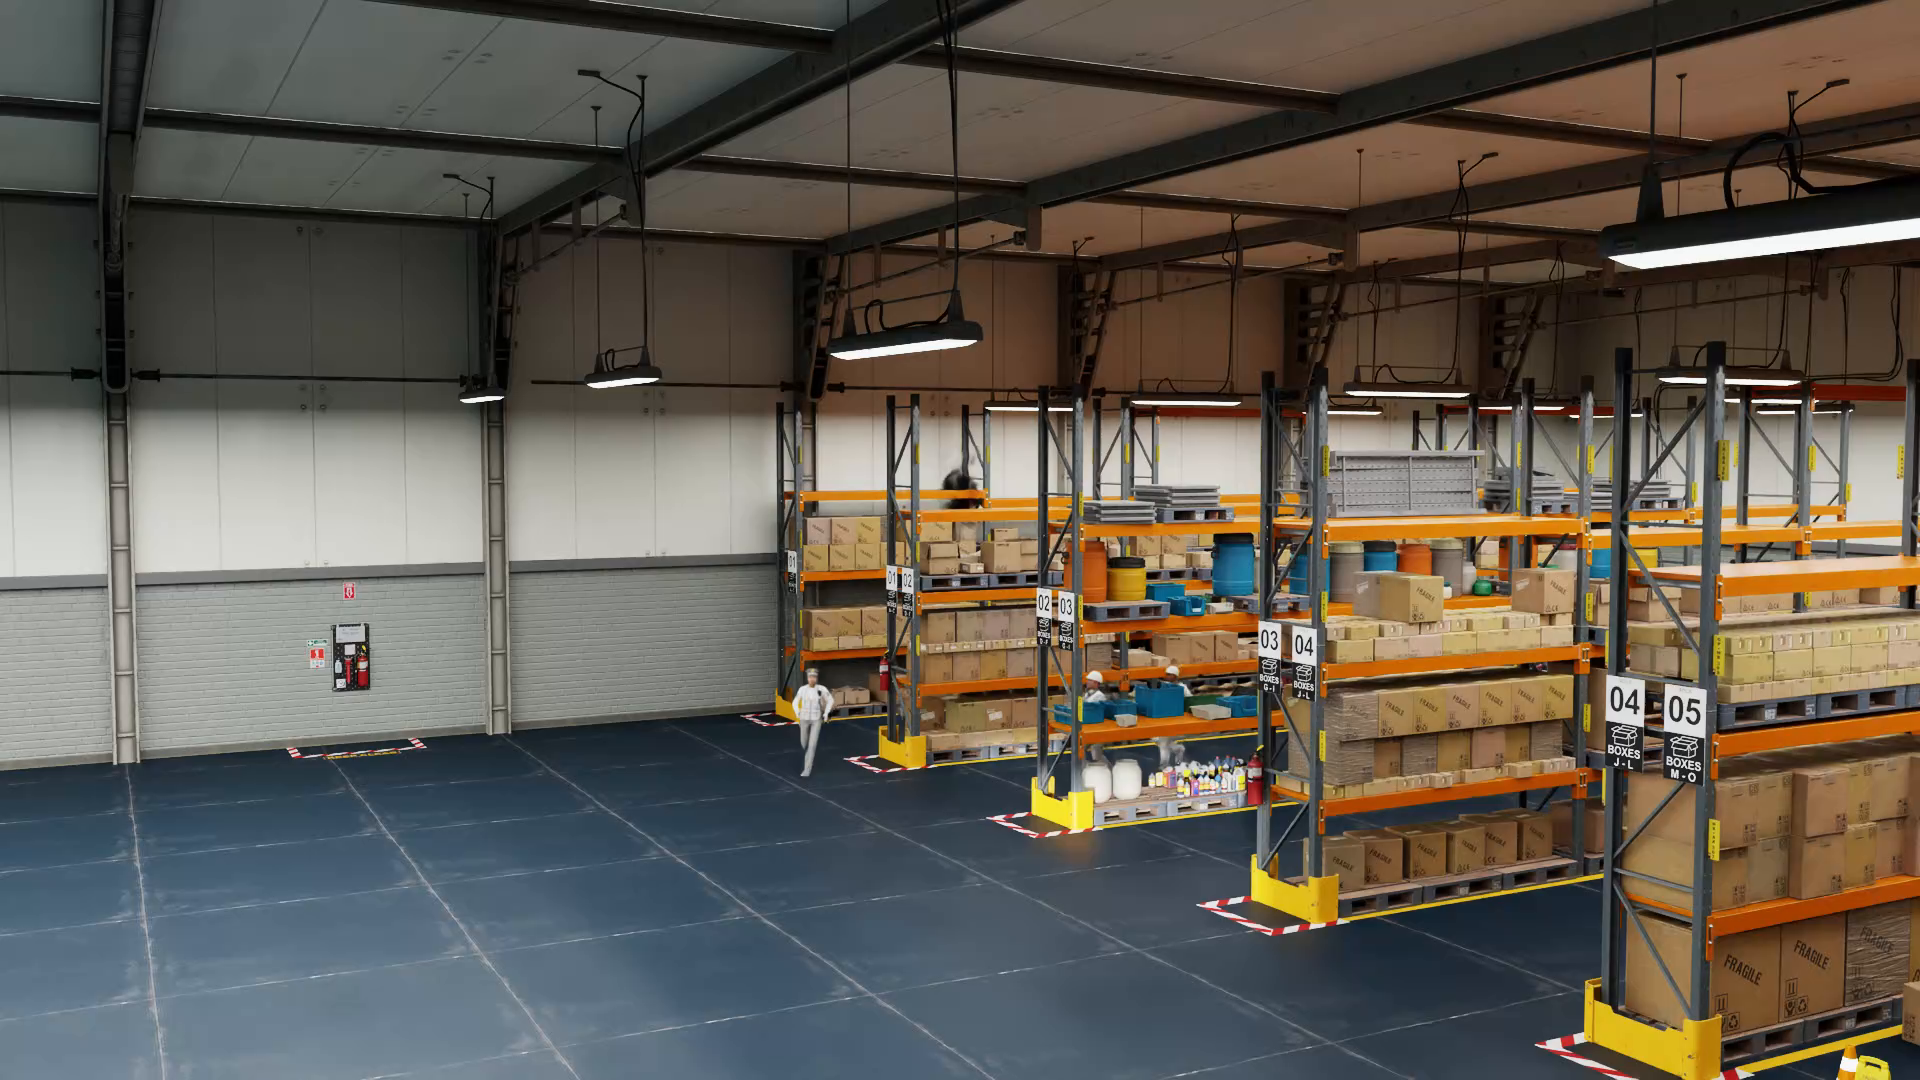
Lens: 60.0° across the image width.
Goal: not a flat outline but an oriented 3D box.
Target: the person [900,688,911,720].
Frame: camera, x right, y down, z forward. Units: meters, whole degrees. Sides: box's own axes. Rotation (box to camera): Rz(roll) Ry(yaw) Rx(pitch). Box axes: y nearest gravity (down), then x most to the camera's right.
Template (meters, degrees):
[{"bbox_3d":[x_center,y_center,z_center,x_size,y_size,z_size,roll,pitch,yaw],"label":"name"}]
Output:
[{"bbox_3d":[-0.808,2.752,28.950,0.508,1.544,0.526,-3,4,-38],"label":"person"}]

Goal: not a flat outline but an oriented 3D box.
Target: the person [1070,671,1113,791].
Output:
[{"bbox_3d":[2.013,2.873,24.956,0.725,1.820,0.663,-1,4,-25],"label":"person"}]

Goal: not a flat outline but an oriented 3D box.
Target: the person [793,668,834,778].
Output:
[{"bbox_3d":[-2.328,2.852,26.262,0.646,1.684,0.873,0,3,5],"label":"person"}]

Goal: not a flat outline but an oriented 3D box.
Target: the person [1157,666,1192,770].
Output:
[{"bbox_3d":[3.306,2.833,25.982,0.801,1.738,0.700,-3,4,-40],"label":"person"}]
